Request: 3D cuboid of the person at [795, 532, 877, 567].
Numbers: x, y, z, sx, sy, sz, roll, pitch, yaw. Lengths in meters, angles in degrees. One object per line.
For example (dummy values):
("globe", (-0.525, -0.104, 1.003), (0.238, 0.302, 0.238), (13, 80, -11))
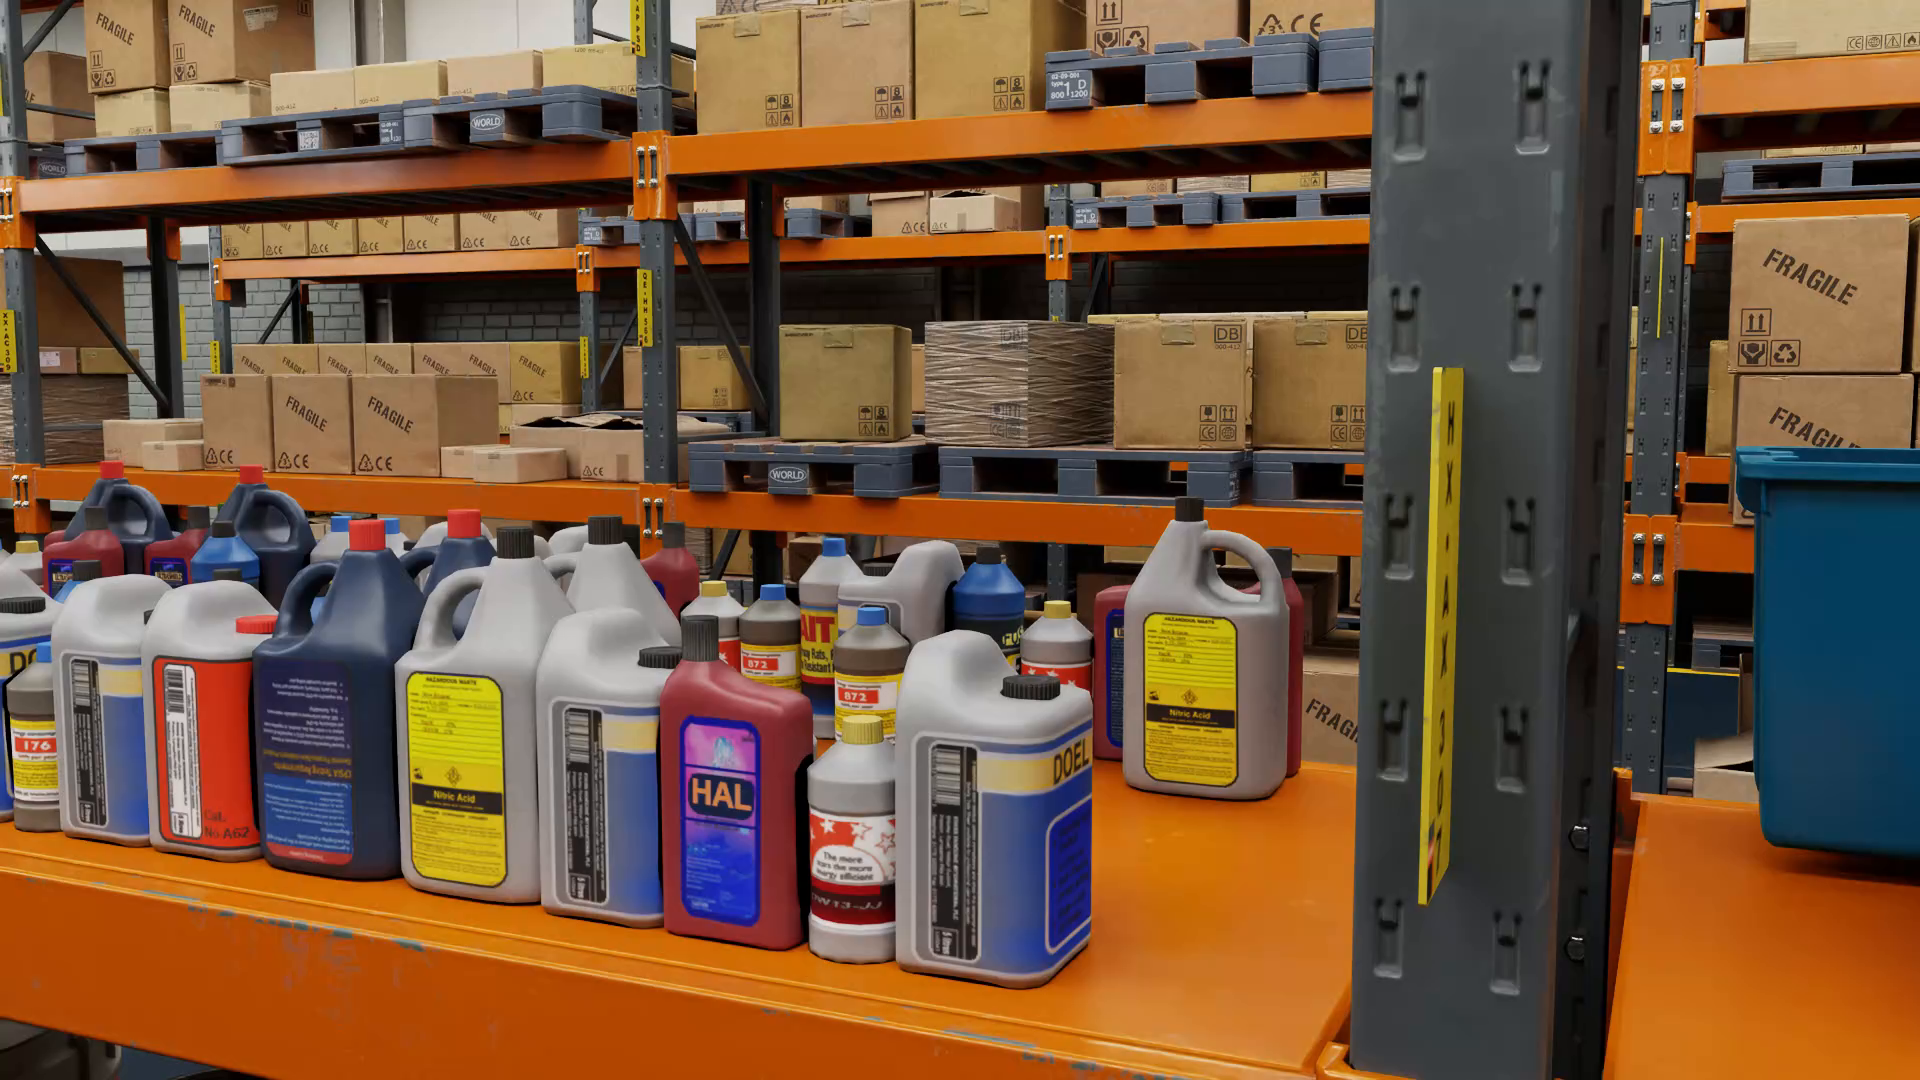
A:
("person", (-0.785, 0.087, 10.295), (0.413, 1.395, 0.740), (2, 6, 22))
